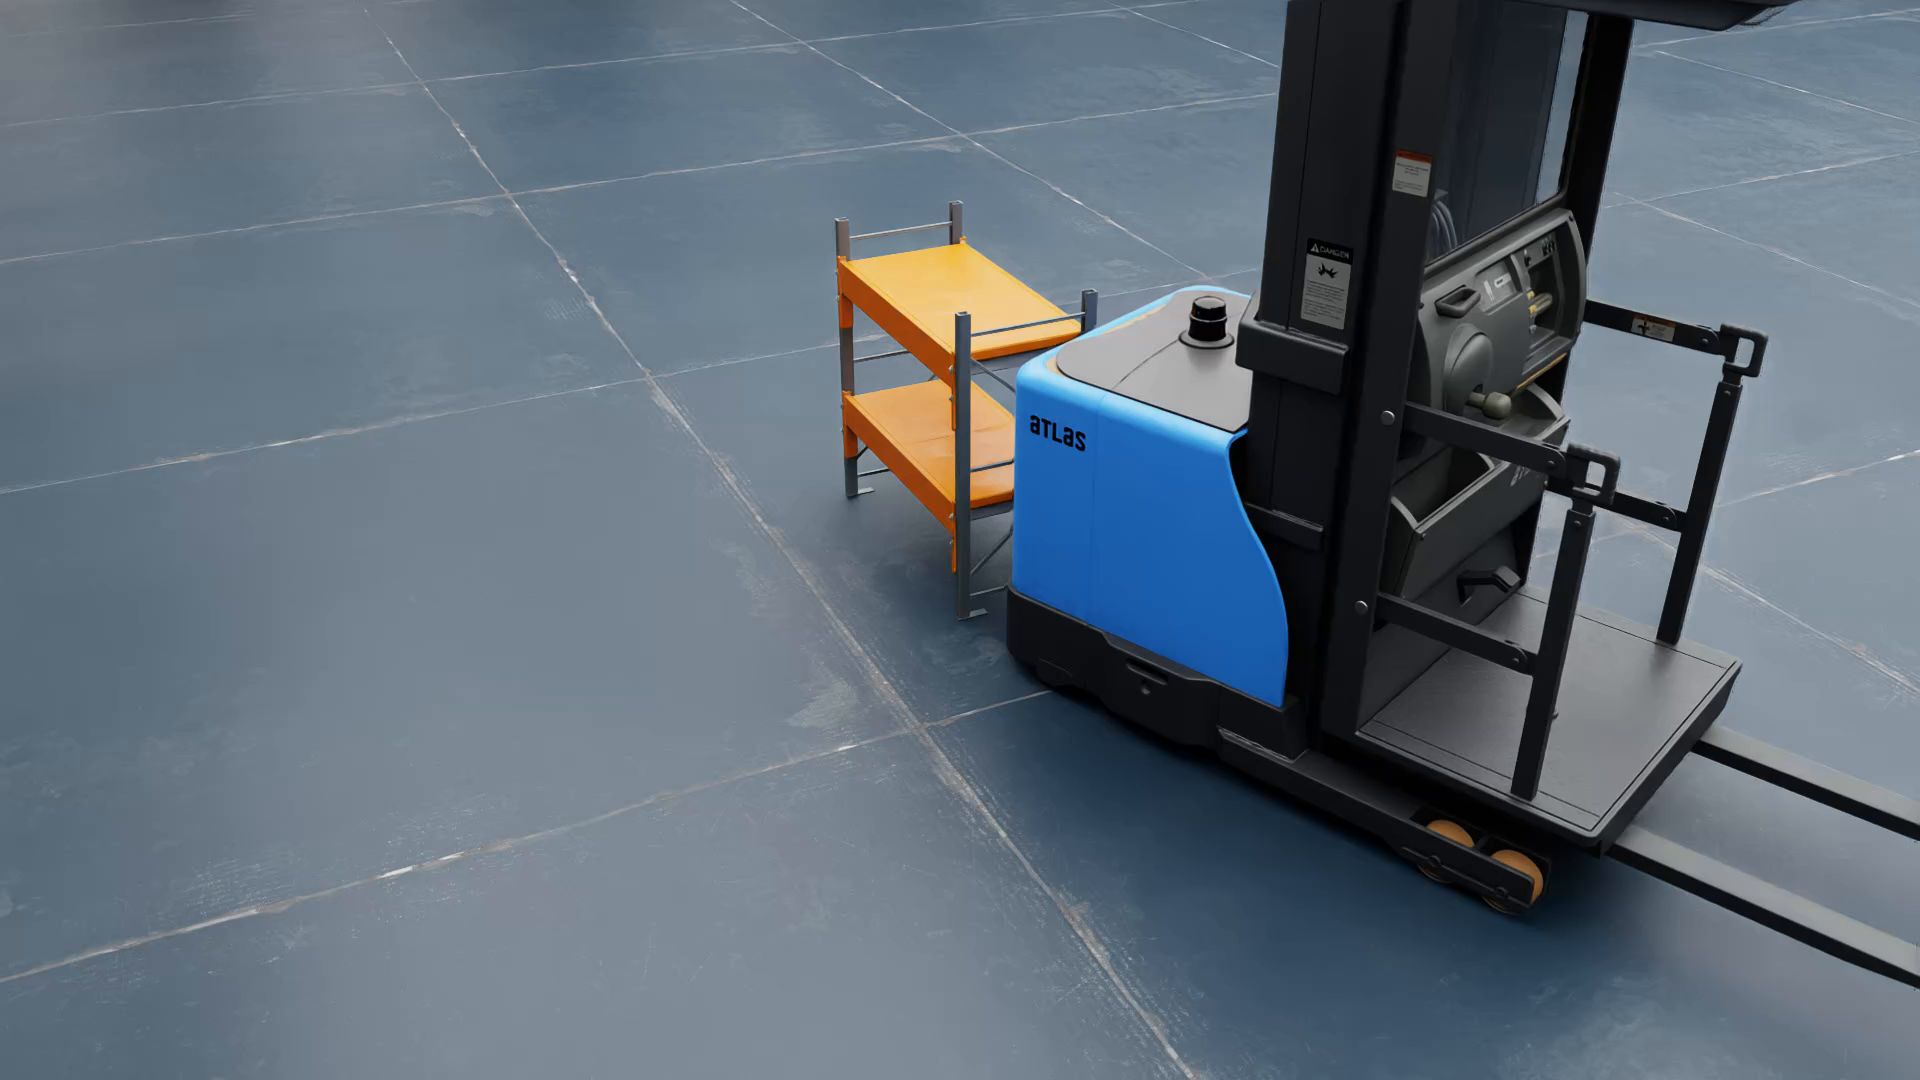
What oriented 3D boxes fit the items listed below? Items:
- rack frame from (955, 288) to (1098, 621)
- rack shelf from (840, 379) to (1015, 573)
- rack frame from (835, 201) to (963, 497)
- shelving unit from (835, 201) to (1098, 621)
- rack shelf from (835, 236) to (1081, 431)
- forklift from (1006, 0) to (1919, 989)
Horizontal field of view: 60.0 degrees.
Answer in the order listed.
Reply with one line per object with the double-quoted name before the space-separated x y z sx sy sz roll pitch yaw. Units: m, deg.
"rack frame" 0.215 -0.269 5.580 0.500 1.125 0.032 -13 32 -22
"rack shelf" -0.003 -0.280 6.100 0.538 0.278 1.000 -13 32 -22
"rack frame" -0.221 -0.718 6.381 0.500 1.125 0.032 -13 32 -22
"shelving unit" -0.003 -0.494 5.980 0.538 1.125 1.048 -13 32 -22
"rack shelf" -0.003 -0.749 5.837 0.538 0.278 1.000 -13 32 -22
"forklift" 1.593 -0.568 4.266 3.031 2.935 1.130 23 37 35
